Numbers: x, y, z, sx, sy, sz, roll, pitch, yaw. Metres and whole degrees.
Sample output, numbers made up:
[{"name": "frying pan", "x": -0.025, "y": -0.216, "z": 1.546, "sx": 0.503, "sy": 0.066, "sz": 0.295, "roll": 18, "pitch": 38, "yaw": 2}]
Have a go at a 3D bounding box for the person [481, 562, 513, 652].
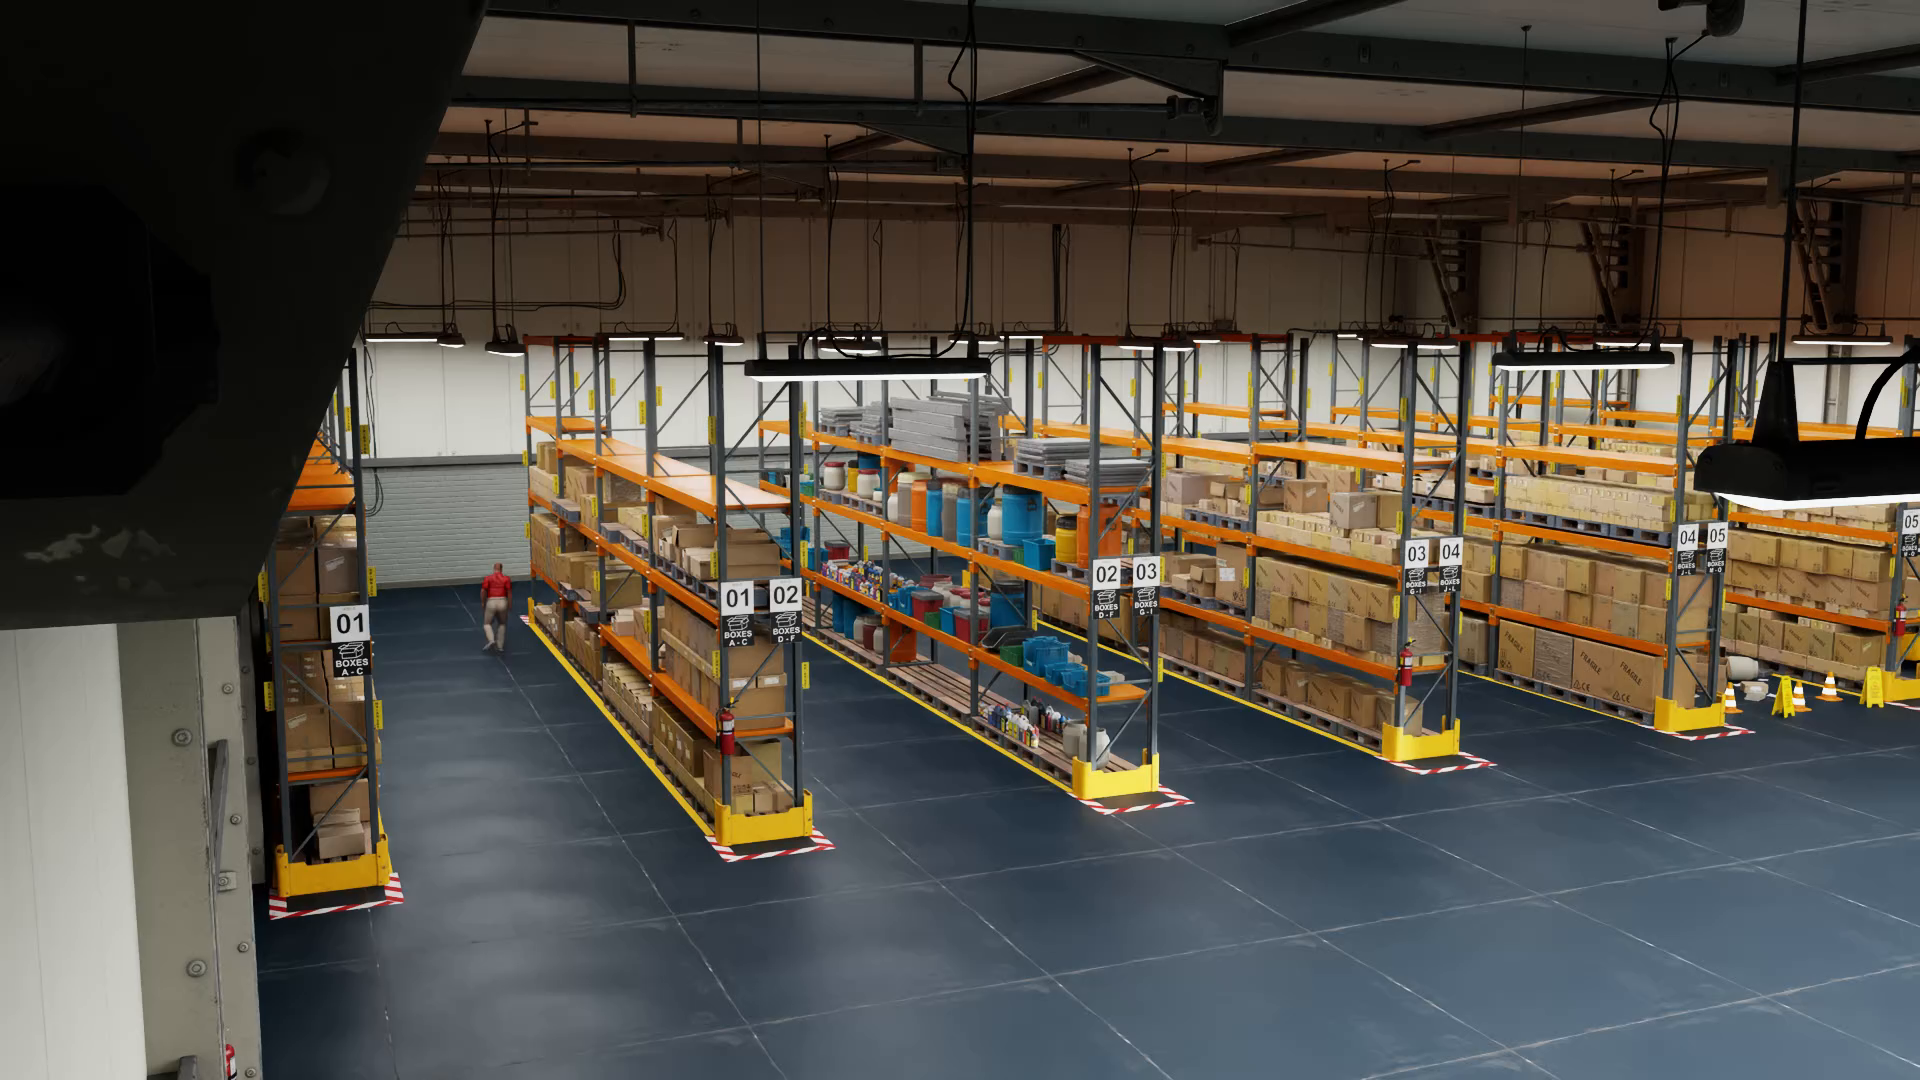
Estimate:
[{"name": "person", "x": -8.800, "y": 1.293, "z": 31.637, "sx": 0.604, "sy": 1.698, "sz": 0.677, "roll": -2, "pitch": 8, "yaw": -18}]
